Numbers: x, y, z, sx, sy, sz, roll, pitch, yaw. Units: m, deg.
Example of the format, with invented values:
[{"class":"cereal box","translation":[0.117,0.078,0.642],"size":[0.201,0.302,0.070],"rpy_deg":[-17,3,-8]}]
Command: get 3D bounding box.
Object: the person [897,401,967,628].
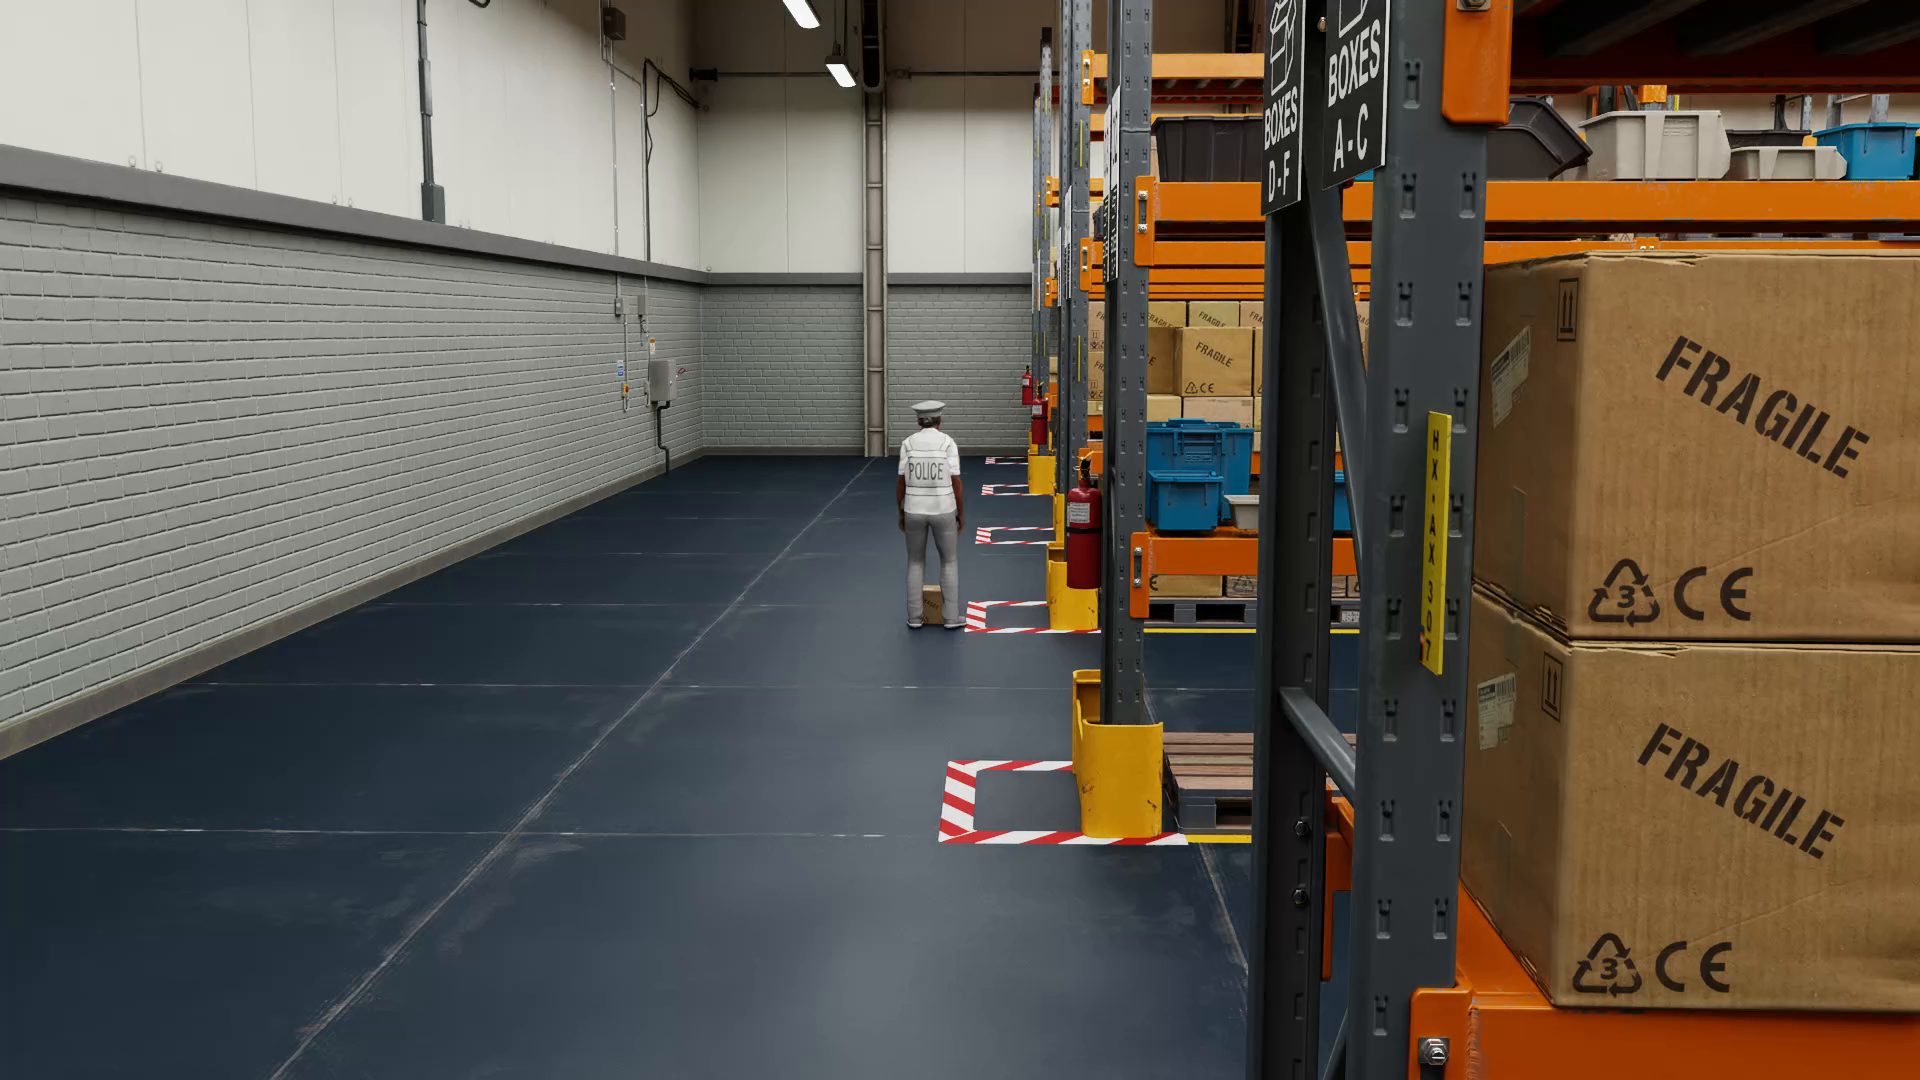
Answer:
[{"class":"person","translation":[-0.210,-0.182,12.191],"size":[0.505,1.659,0.392],"rpy_deg":[1,7,9]}]
